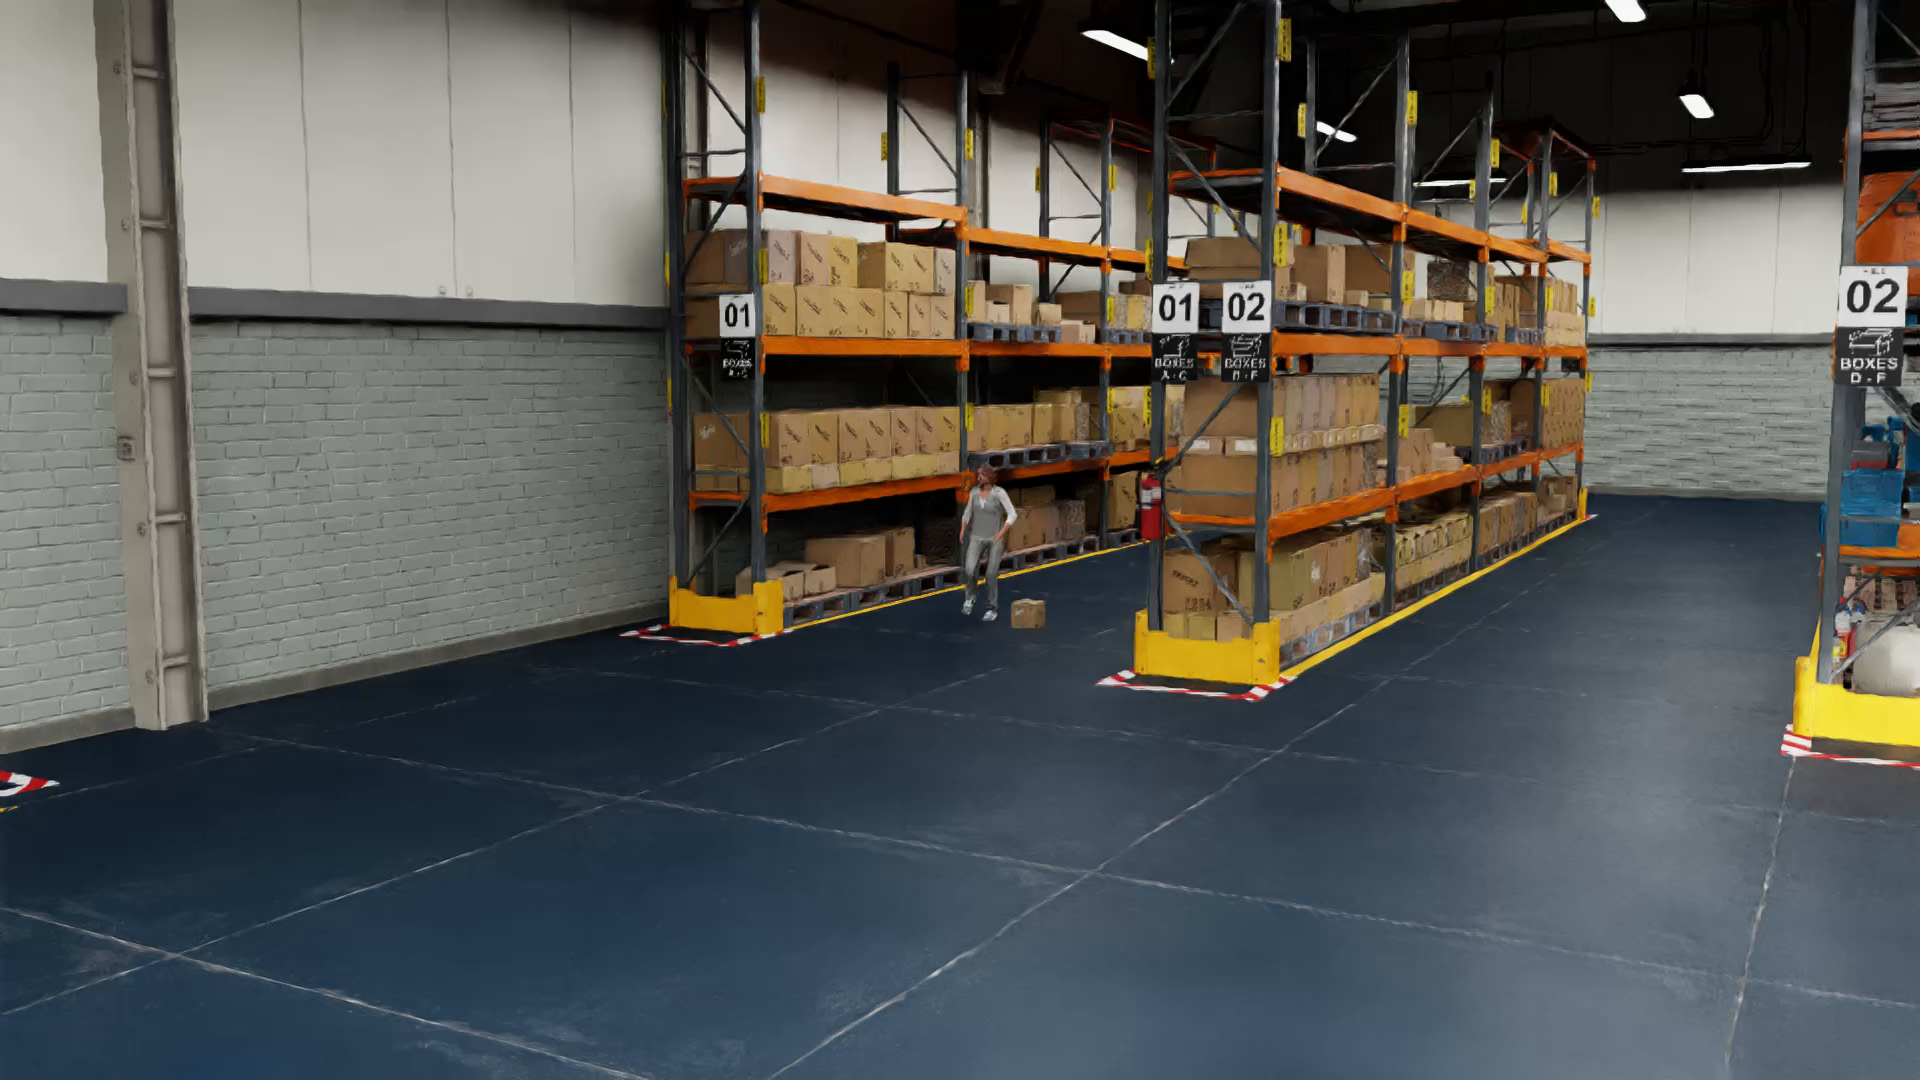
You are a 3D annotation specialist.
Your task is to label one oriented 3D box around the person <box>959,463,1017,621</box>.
[{"bbox_3d":[0.272,0.022,16.523,0.579,1.567,0.442,1,6,13],"label":"person"}]
